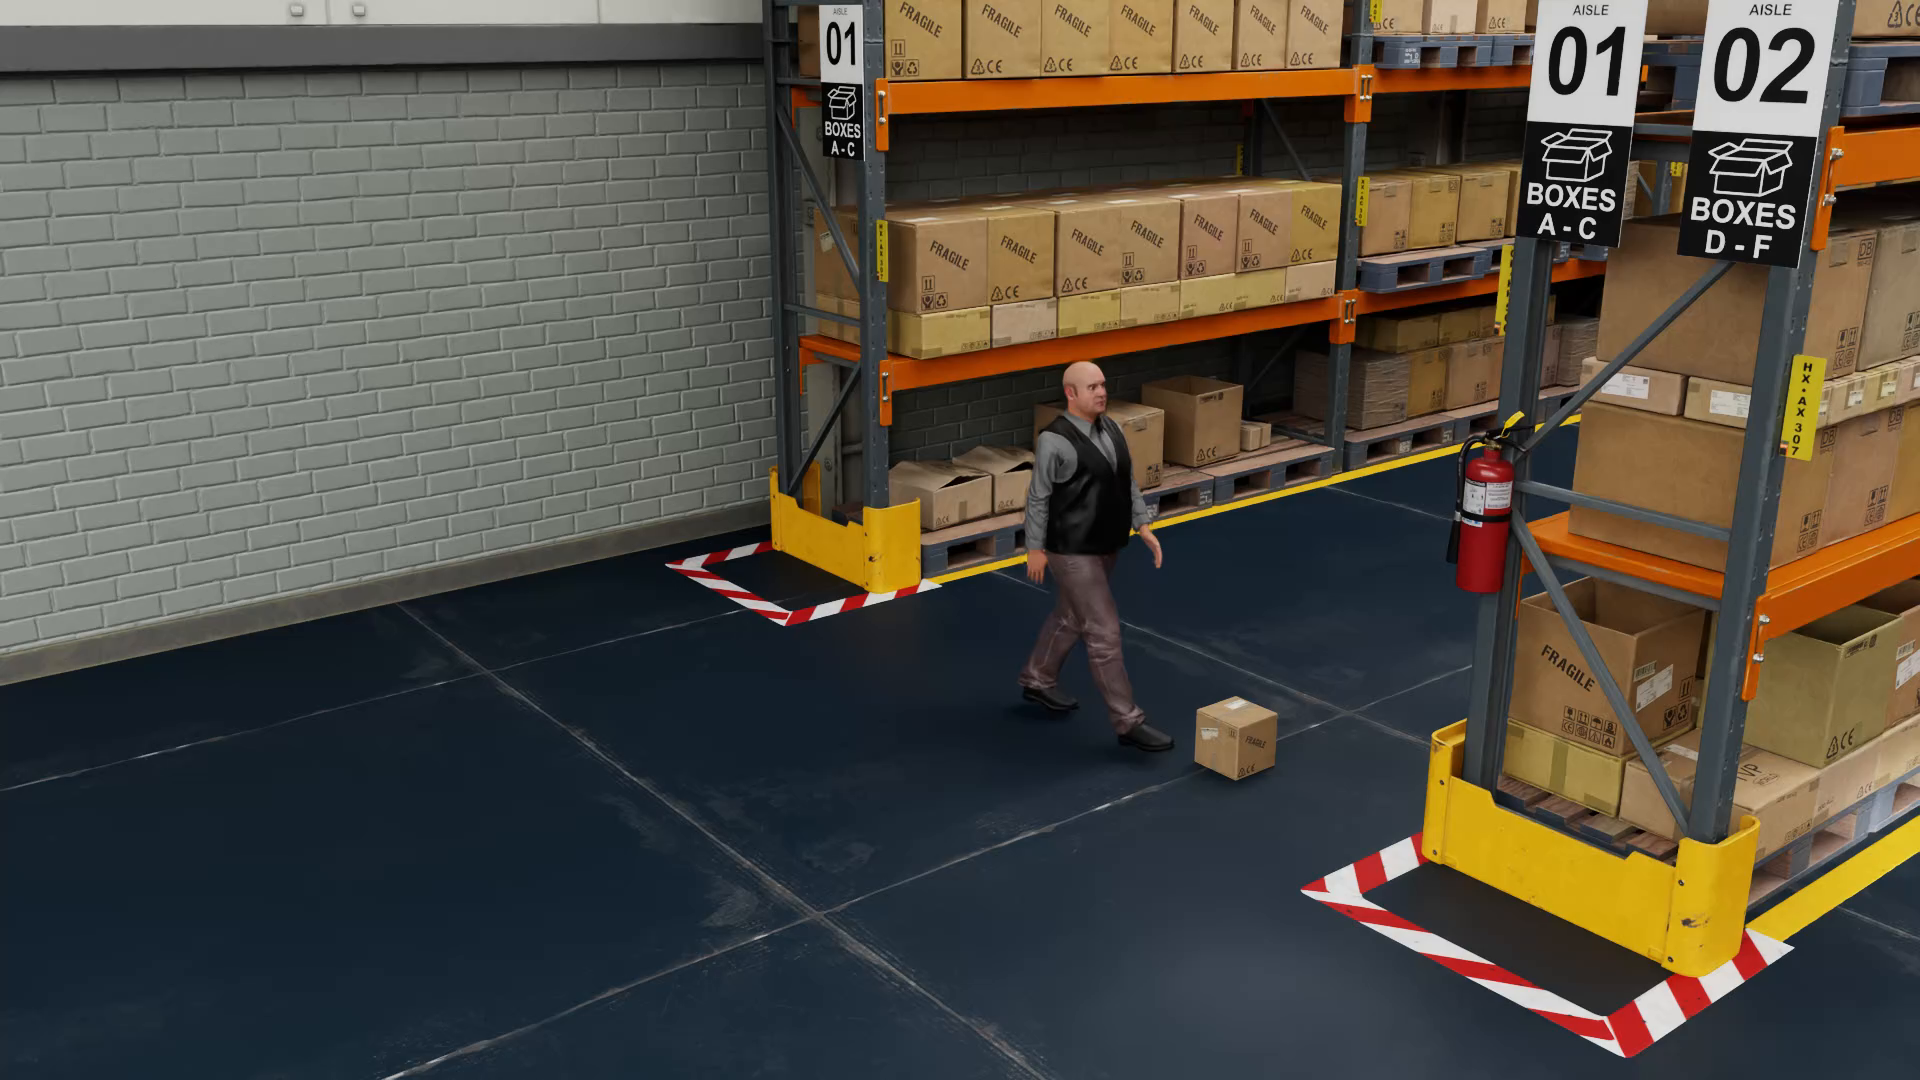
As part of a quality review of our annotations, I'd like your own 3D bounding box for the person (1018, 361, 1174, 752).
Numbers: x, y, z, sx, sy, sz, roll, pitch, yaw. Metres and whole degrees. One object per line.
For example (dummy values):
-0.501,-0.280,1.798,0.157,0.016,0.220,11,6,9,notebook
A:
0.647,0.042,7.421,0.927,1.679,0.533,11,21,32,person
